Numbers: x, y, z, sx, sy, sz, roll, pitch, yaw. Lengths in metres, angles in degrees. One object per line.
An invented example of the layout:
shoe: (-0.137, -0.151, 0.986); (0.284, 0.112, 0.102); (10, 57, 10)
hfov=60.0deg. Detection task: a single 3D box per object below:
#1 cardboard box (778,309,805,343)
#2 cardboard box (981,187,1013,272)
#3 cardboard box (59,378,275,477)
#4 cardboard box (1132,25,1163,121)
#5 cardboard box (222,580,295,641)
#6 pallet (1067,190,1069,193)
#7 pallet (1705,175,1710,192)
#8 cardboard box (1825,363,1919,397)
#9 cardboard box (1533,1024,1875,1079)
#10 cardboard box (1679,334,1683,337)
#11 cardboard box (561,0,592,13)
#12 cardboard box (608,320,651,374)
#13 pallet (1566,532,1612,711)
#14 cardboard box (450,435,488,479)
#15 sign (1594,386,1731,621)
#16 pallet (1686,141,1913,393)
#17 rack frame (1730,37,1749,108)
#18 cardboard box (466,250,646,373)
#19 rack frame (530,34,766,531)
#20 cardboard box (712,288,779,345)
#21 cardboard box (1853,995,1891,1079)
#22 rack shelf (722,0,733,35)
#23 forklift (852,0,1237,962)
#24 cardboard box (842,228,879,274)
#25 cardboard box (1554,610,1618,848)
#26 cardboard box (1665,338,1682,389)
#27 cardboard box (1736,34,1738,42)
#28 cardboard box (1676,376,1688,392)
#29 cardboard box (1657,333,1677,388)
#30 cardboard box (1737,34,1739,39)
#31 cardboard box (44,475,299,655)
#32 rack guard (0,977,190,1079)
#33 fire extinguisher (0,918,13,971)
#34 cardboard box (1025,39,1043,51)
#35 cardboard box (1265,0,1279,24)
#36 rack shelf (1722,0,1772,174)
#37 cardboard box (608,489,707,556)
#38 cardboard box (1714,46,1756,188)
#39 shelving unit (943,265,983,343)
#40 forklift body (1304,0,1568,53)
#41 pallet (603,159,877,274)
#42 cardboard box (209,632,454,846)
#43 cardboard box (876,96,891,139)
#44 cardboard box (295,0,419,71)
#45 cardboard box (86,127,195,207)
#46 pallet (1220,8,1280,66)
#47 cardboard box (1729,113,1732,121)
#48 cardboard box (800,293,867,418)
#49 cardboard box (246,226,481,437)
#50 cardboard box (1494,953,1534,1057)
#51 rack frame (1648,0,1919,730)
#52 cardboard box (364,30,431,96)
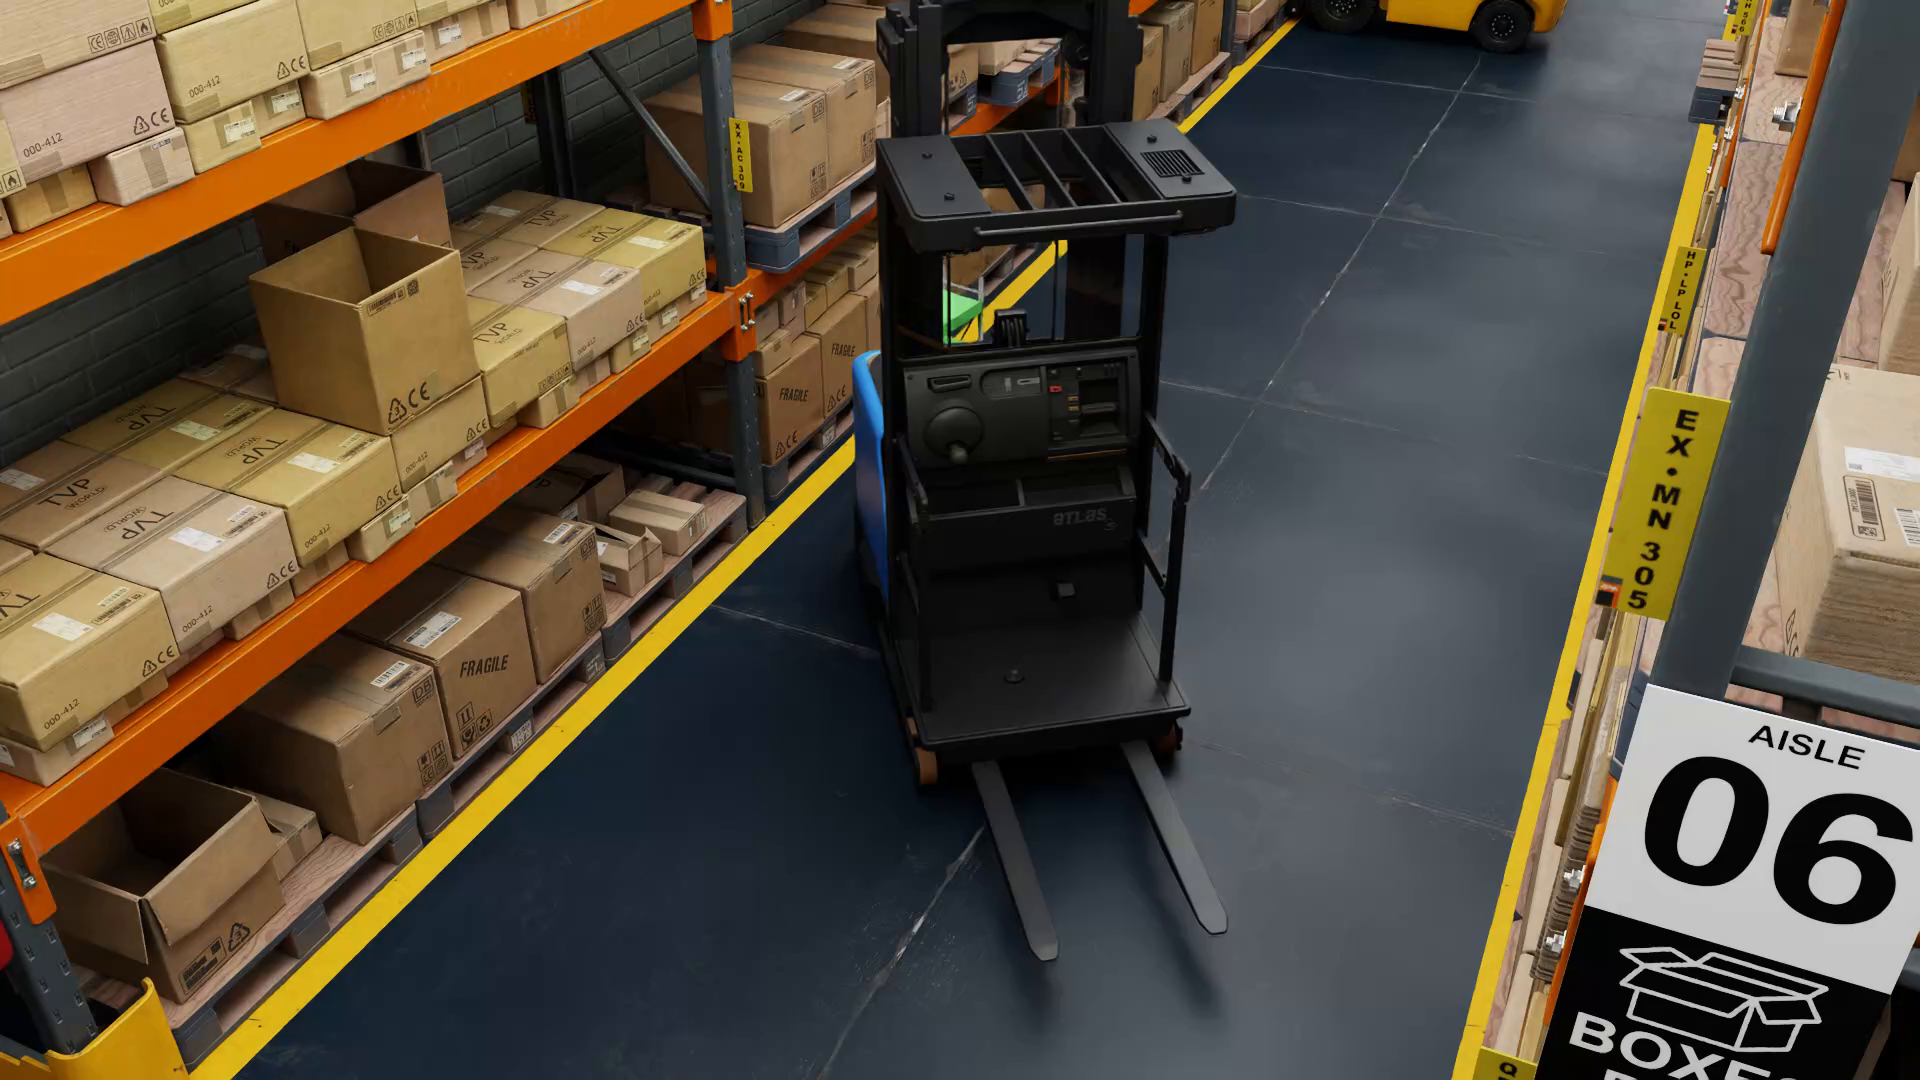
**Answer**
cardboard box: (-1.023, -1.121, 8.529); (0.380, 0.149, 0.250); (13, 35, 19)
cardboard box: (0.012, -2.062, 10.556); (0.500, 0.500, 0.500); (14, 36, 20)
cardboard box: (-2.755, -0.308, 5.849); (0.500, 0.250, 0.500); (15, 36, 22)
cardboard box: (1.034, -3.591, 12.774); (0.875, 0.625, 0.625); (13, 35, 19)
cardboard box: (-2.443, 0.162, 5.496); (0.380, 0.149, 0.250); (15, 36, 22)
pallet: (0.593, -2.673, 12.134); (1.003, 0.211, 1.213); (14, 36, 20)
pallet: (5.563, -2.130, 11.305); (1.003, 0.211, 1.213); (14, 36, 20)
cardboard box: (1.585, -0.156, 2.772); (0.380, 0.149, 0.250); (11, 35, 17)
cardboard box: (1.361, 0.928, 3.096); (0.500, 0.500, 0.500); (15, 36, 22)
cardboard box: (3.215, -0.982, 6.692); (0.500, 0.250, 0.500); (15, 36, 22)
cardboard box: (-1.569, -2.096, 6.204); (0.380, 0.149, 0.250); (15, 36, 22)
cardboard box: (-1.541, -0.855, 7.047); (0.380, 0.149, 0.250); (15, 36, 22)
pallet: (3.303, 0.455, 7.363); (1.003, 0.211, 1.213); (14, 36, 20)
cardboard box: (-2.027, -0.360, 6.293); (0.380, 0.149, 0.250); (14, 36, 20)
sign: (0.889, -0.040, 2.105); (0.100, 0.325, 0.005); (14, 36, 20)
pallet: (2.186, -0.516, 3.647); (1.003, 0.211, 1.213); (14, 36, 20)
rack frame: (4.723, -2.301, 9.024); (1.000, 3.000, 0.127); (14, 36, 20)
cardboard box: (-1.648, -0.945, 6.822); (0.500, 0.250, 0.500); (14, 36, 21)
rack frame: (-1.461, -1.446, 7.720); (1.000, 3.000, 0.127); (14, 36, 20)
cardboard box: (-1.124, -1.104, 8.231); (0.380, 0.149, 0.250); (14, 36, 20)
cardboard box: (1.344, 0.727, 2.811); (0.380, 0.149, 0.250); (15, 36, 21)
rack shelf: (-0.624, -3.396, 8.614); (1.077, 0.370, 4.000); (14, 36, 20)
forklift: (0.293, -0.455, 6.271); (1.130, 2.935, 3.031); (-7, 34, -10)
cardboard box: (-0.580, -1.630, 9.305); (0.380, 0.149, 0.250); (15, 36, 22)
cardboard box: (1.971, 0.575, 4.546); (0.500, 0.500, 0.500); (15, 36, 22)
cardboard box: (3.008, -0.528, 6.456); (0.500, 0.250, 0.500); (13, 36, 19)
cardboard box: (6.613, -3.943, 13.652); (0.500, 0.250, 0.500); (13, 36, 19)
cardboard box: (2.188, -0.085, 4.641); (0.500, 0.500, 0.500); (15, 36, 21)
cardboard box: (3.607, -0.375, 7.641); (0.875, 0.875, 0.875); (15, 36, 22)
cardboard box: (4.972, -3.139, 10.148); (0.380, 0.149, 0.250); (15, 36, 21)
cardboard box: (-2.489, 0.069, 5.275); (0.500, 0.250, 0.500); (15, 36, 21)
rack guard: (-3.103, 1.553, 5.425); (1.175, 0.500, 0.348); (14, 36, 20)
fire extinguisher: (-2.776, 0.914, 4.532); (0.296, 0.674, 0.183); (14, 36, 20)
cardboard box: (0.286, -3.094, 10.079); (0.380, 0.149, 0.250); (15, 36, 21)
cardboard box: (2.588, -4.878, 15.078); (0.500, 0.250, 0.500); (13, 36, 19)
rack shelf: (3.886, -2.259, 6.880); (1.077, 0.370, 4.000); (14, 36, 20)
cardboard box: (-1.427, -0.085, 7.861); (0.380, 0.149, 0.250); (13, 35, 19)
cardboard box: (3.651, -1.818, 7.284); (0.500, 0.500, 0.500); (15, 36, 21)
shelving unit: (-0.127, -0.690, 8.208); (0.258, 1.200, 0.503); (20, 38, 28)
forklift body: (4.423, -5.705, 14.989); (2.313, 2.155, 1.214); (14, 36, 20)
pallet: (-1.027, -1.739, 8.341); (1.003, 0.211, 1.213); (14, 36, 20)
cardboard box: (-2.399, 0.716, 6.319); (0.700, 0.500, 0.500); (16, 36, 22)
cardboard box: (-0.531, -2.170, 8.563); (0.396, 0.266, 0.258); (16, 36, 23)
cardboard box: (-2.086, -1.701, 5.239); (0.500, 0.250, 0.500); (14, 36, 20)
cardboard box: (-2.383, -1.070, 4.639); (0.380, 0.149, 0.250); (15, 36, 22)
pallet: (2.257, -4.651, 15.150); (1.003, 0.211, 1.213); (14, 36, 20)
cardboard box: (4.069, -1.995, 8.238); (0.500, 0.250, 0.500); (15, 36, 22)
cardboard box: (-0.840, -1.033, 8.987); (0.500, 0.500, 0.500); (14, 36, 20)
cardboard box: (-2.073, -0.741, 5.826); (0.500, 0.500, 0.500); (15, 36, 22)
cardboard box: (1.936, 1.769, 4.770); (0.875, 0.438, 0.875); (15, 36, 22)
rack frame: (1.376, -0.826, 1.303); (1.000, 3.000, 0.127); (14, 36, 20)
cardboard box: (-1.960, -1.575, 5.410); (0.380, 0.149, 0.250); (15, 36, 21)
